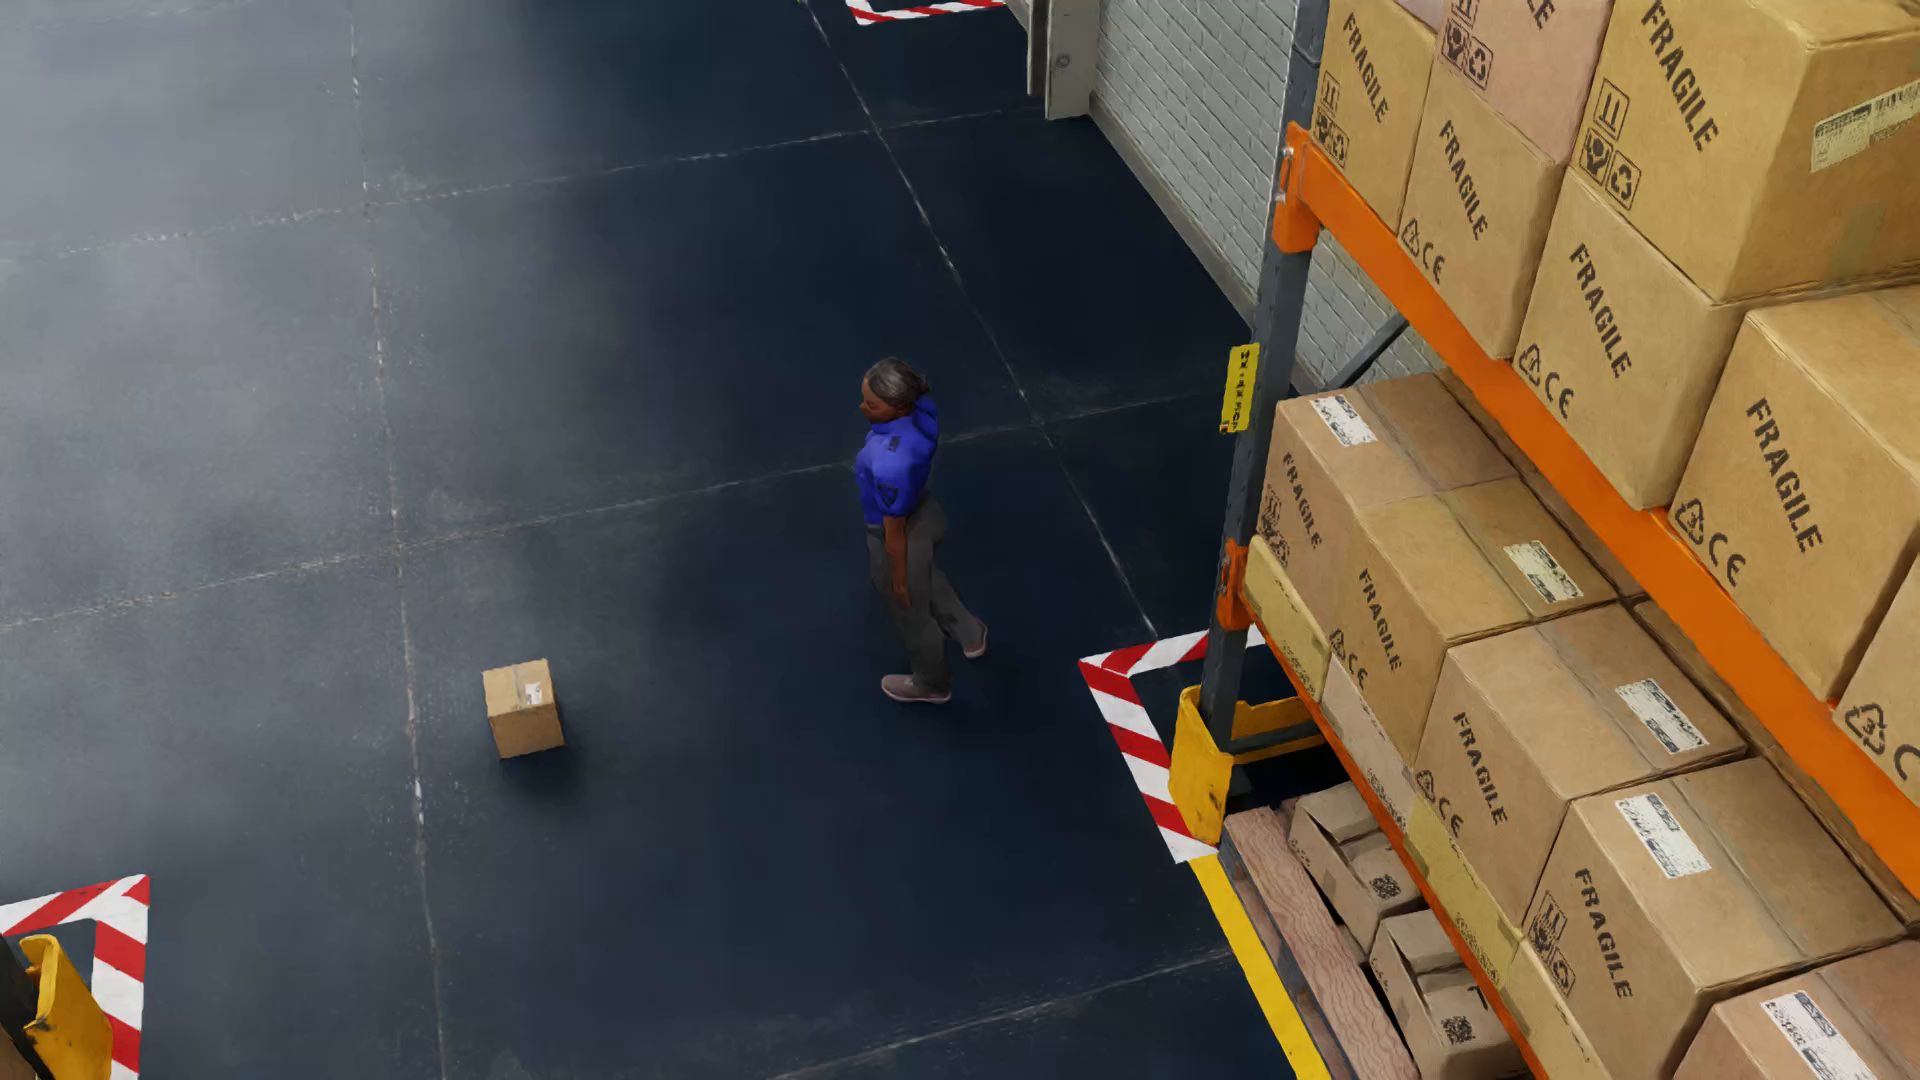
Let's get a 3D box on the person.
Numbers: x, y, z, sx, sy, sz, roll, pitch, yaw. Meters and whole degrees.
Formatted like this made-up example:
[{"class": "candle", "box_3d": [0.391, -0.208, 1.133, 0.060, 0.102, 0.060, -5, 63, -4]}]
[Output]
[{"class": "person", "box_3d": [-0.131, -0.043, 6.186, 0.433, 1.651, 0.637, 13, 44, 14]}]
